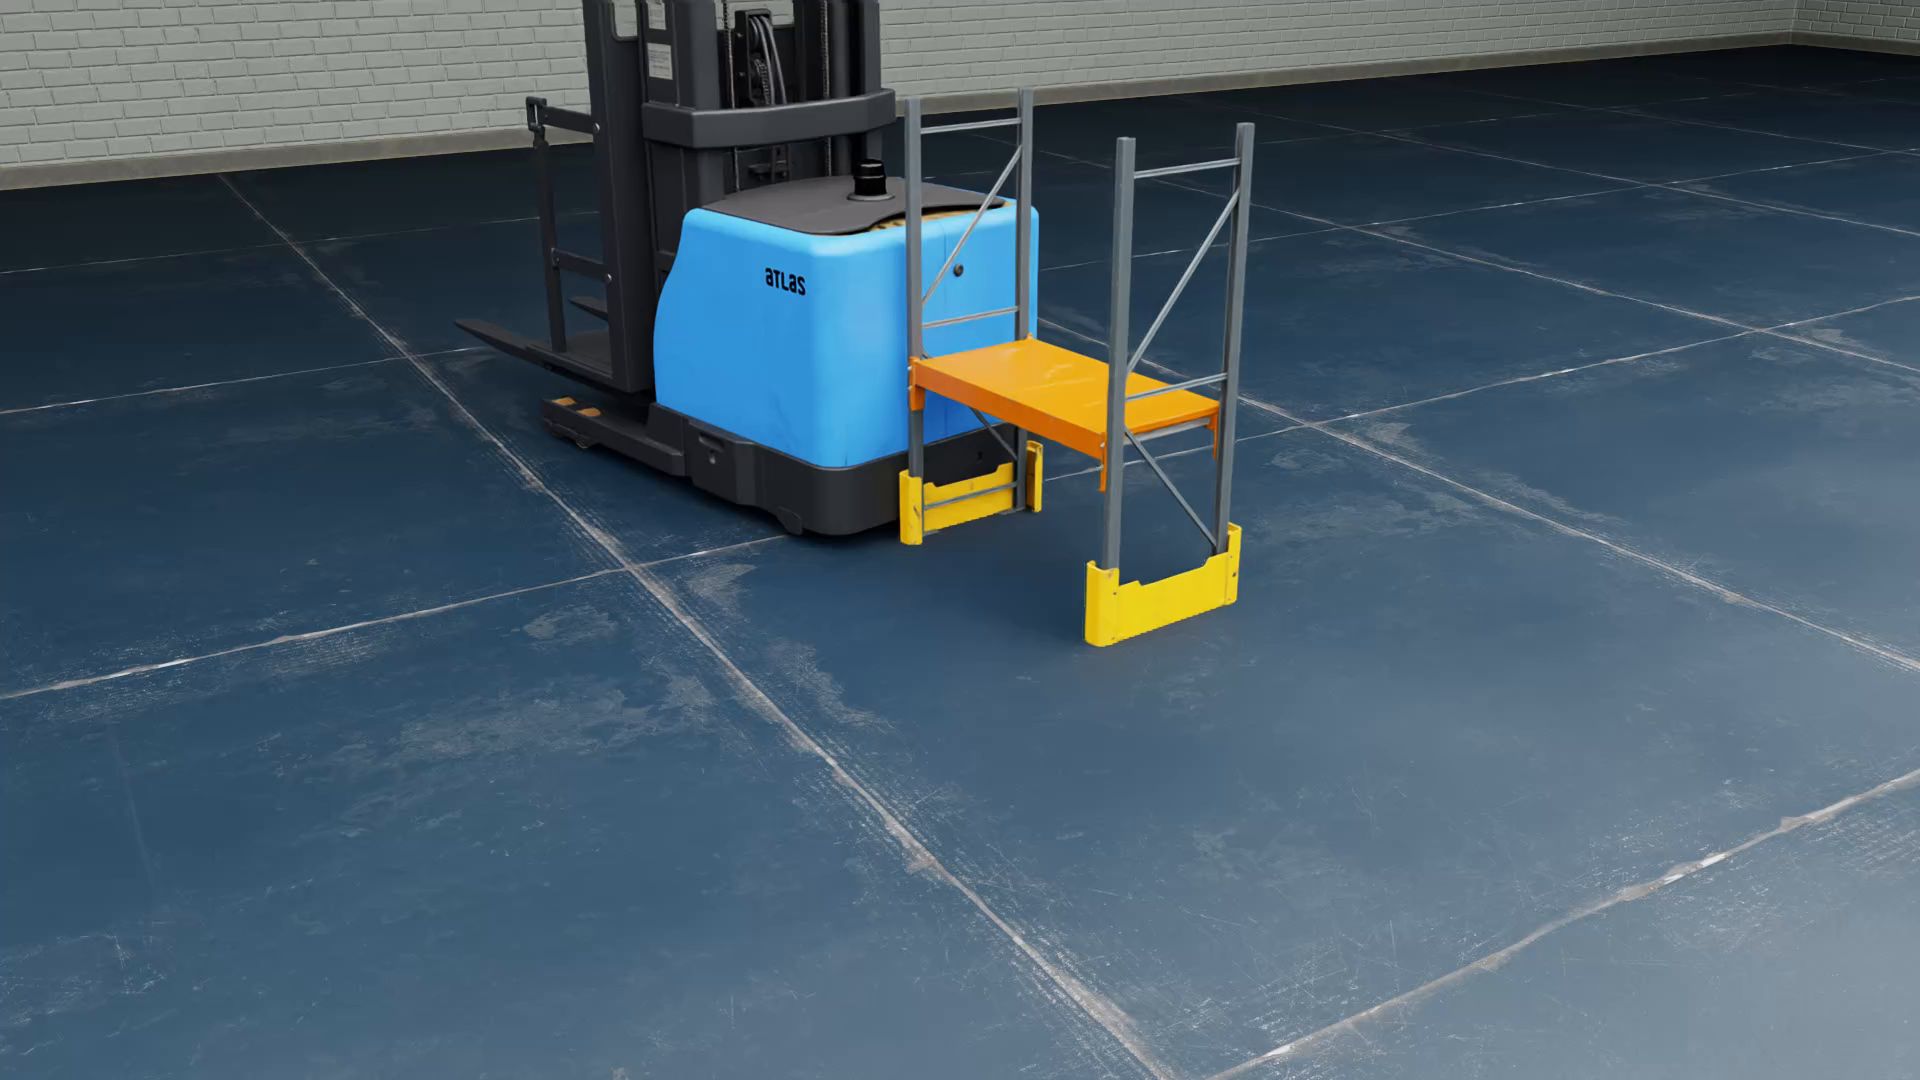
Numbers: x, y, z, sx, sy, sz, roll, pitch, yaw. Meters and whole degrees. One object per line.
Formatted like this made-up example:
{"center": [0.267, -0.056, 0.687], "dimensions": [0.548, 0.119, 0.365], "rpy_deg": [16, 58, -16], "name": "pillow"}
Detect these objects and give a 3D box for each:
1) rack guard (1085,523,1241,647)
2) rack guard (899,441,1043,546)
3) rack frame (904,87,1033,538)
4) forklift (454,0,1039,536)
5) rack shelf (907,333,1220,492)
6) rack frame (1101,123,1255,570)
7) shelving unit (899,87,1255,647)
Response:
{"center": [0.633, 0.133, 5.153], "dimensions": [0.587, 0.250, 0.087], "rpy_deg": [-15, 27, -33], "name": "rack guard"}
{"center": [0.044, -0.170, 5.897], "dimensions": [0.587, 0.250, 0.087], "rpy_deg": [-15, 27, -33], "name": "rack guard"}
{"center": [0.033, -0.754, 5.676], "dimensions": [0.500, 1.500, 0.032], "rpy_deg": [-15, 27, -33], "name": "rack frame"}
{"center": [-1.077, -1.840, 6.446], "dimensions": [1.130, 2.935, 3.031], "rpy_deg": [-19, 29, -39], "name": "forklift"}
{"center": [0.333, -0.434, 5.364], "dimensions": [0.538, 0.185, 1.000], "rpy_deg": [-15, 27, -33], "name": "rack shelf"}
{"center": [0.634, -0.446, 4.917], "dimensions": [0.500, 1.500, 0.032], "rpy_deg": [-15, 27, -33], "name": "rack frame"}
{"center": [0.339, -0.597, 5.289], "dimensions": [0.587, 1.500, 1.083], "rpy_deg": [-15, 27, -33], "name": "shelving unit"}
